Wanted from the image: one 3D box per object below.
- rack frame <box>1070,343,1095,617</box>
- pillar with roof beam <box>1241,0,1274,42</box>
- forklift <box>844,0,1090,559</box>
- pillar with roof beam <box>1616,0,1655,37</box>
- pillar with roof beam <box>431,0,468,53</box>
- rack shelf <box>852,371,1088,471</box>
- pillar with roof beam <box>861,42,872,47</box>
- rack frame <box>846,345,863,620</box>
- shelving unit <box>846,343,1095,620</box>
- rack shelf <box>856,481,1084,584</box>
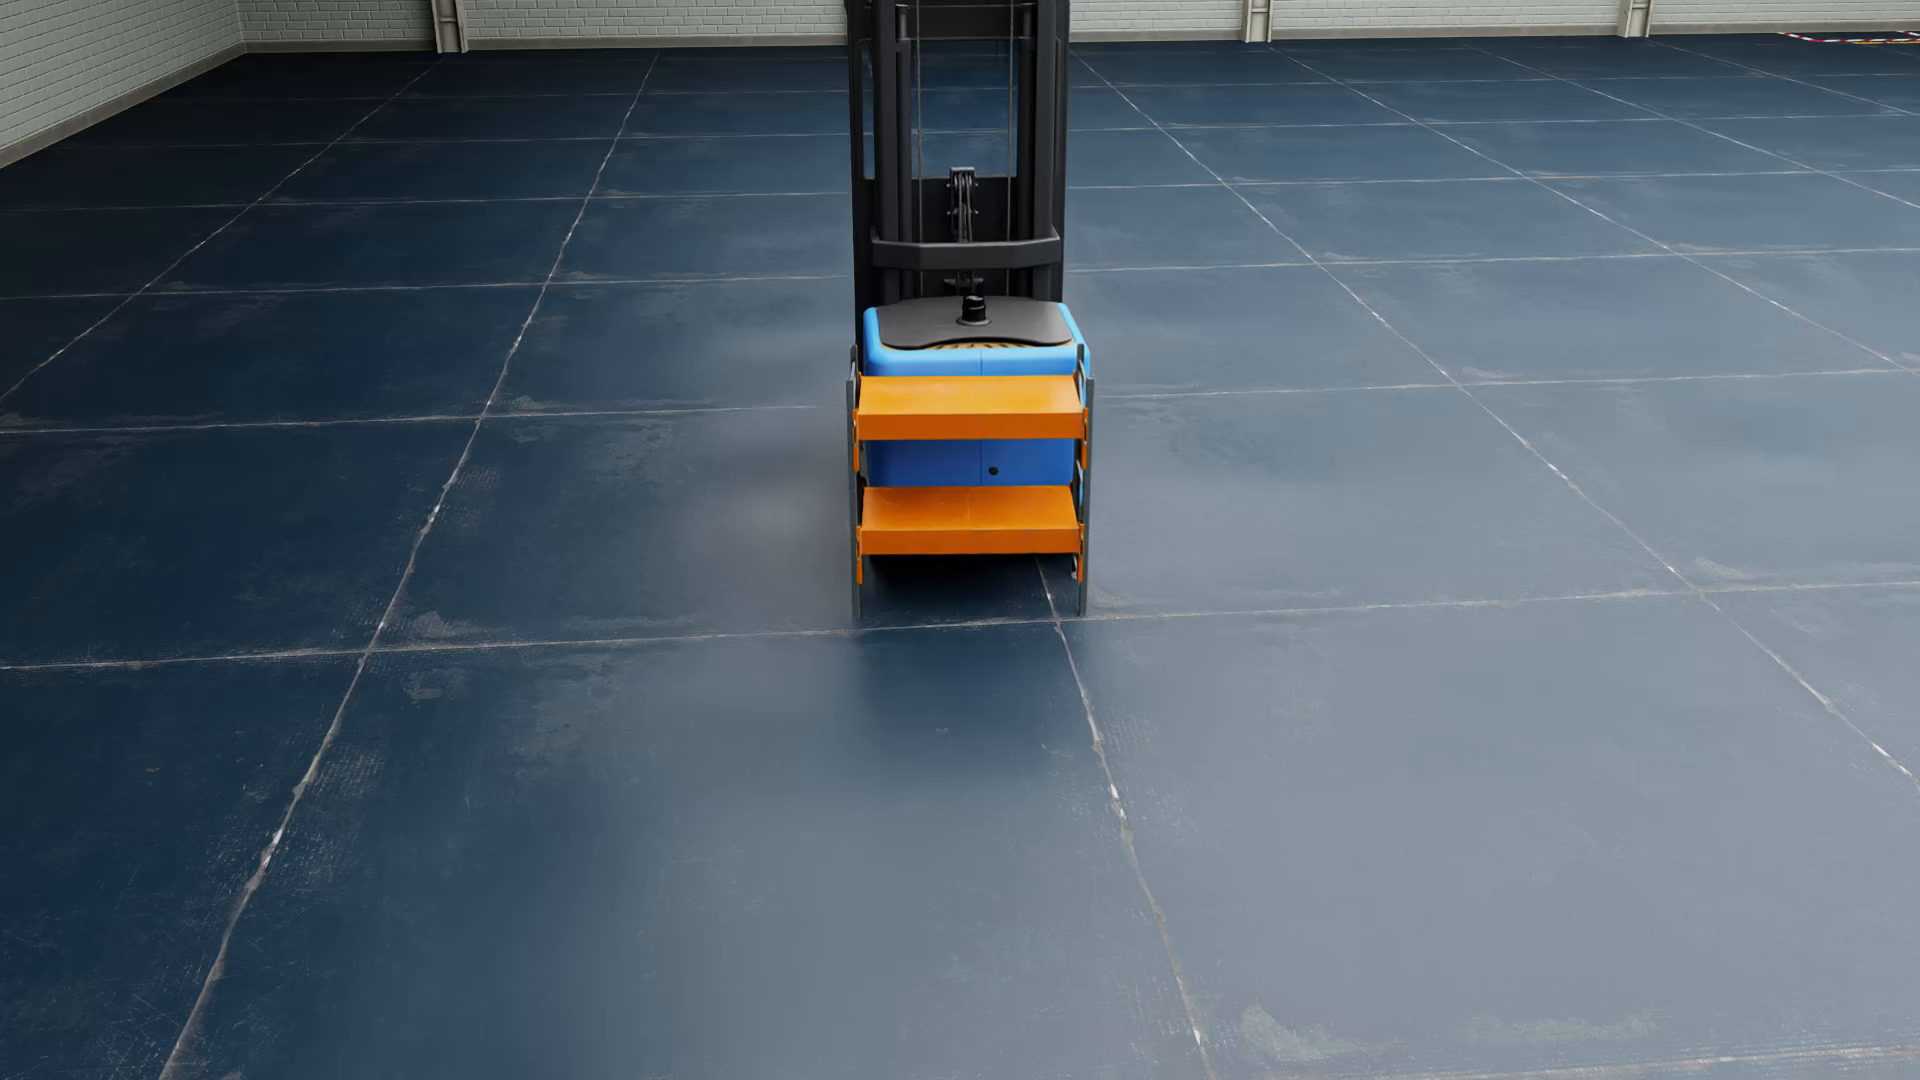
[{"bbox_3d":[0.546,-0.269,7.470,0.032,1.125,0.500,-1,24,-1],"label":"rack frame"},{"bbox_3d":[4.944,-10.005,19.681,0.400,9.000,9.100,-2,24,-5],"label":"pillar with roof beam"},{"bbox_3d":[-0.029,-1.812,8.719,1.130,2.935,3.031,-2,24,-4],"label":"forklift"},{"bbox_3d":[10.915,-10.245,20.219,0.400,9.000,9.100,-2,24,-5],"label":"pillar with roof beam"},{"bbox_3d":[-6.998,-9.526,18.603,0.400,9.000,9.100,-2,24,-5],"label":"pillar with roof beam"},{"bbox_3d":[0.038,-0.531,7.340,1.000,0.278,0.538,-1,24,-1],"label":"rack shelf"},{"bbox_3d":[-1.027,-9.766,19.142,0.400,9.000,9.100,-2,24,-5],"label":"pillar with roof beam"},{"bbox_3d":[-0.470,-0.259,7.448,0.032,1.125,0.500,-1,24,-1],"label":"rack frame"},{"bbox_3d":[0.038,-0.264,7.459,1.048,1.125,0.538,-1,24,-1],"label":"shelving unit"},{"bbox_3d":[0.038,-0.041,7.558,1.000,0.278,0.538,-1,24,-1],"label":"rack shelf"}]
